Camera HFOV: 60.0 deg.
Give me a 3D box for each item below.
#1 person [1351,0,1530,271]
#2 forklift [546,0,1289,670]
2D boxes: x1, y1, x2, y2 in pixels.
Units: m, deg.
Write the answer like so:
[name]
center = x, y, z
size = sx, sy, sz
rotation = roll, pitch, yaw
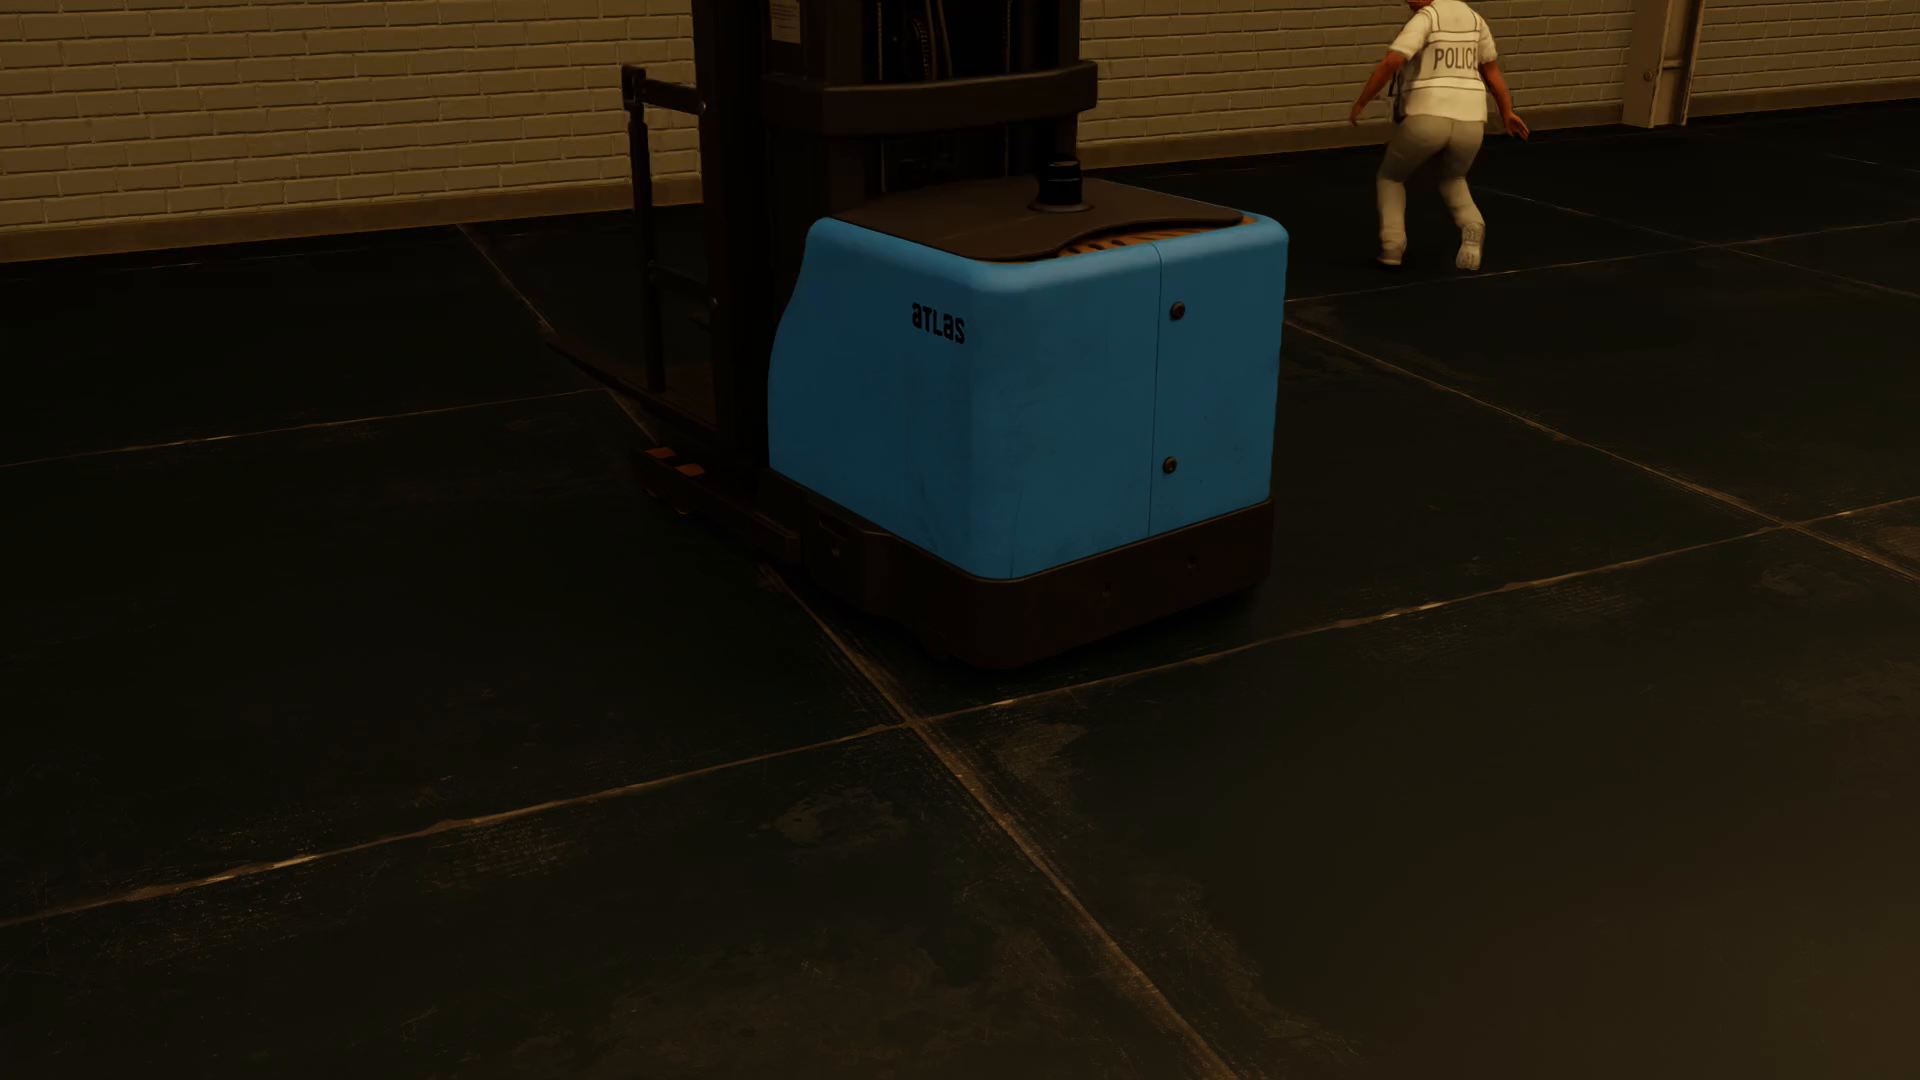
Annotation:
[person]
center = 2.407, -2.079, 8.254
size = 0.884, 1.508, 0.510
rotation = -5, 23, -13
[forklift]
center = -0.415, -1.532, 4.974
size = 1.130, 2.935, 3.031
rotation = -16, 27, -34
